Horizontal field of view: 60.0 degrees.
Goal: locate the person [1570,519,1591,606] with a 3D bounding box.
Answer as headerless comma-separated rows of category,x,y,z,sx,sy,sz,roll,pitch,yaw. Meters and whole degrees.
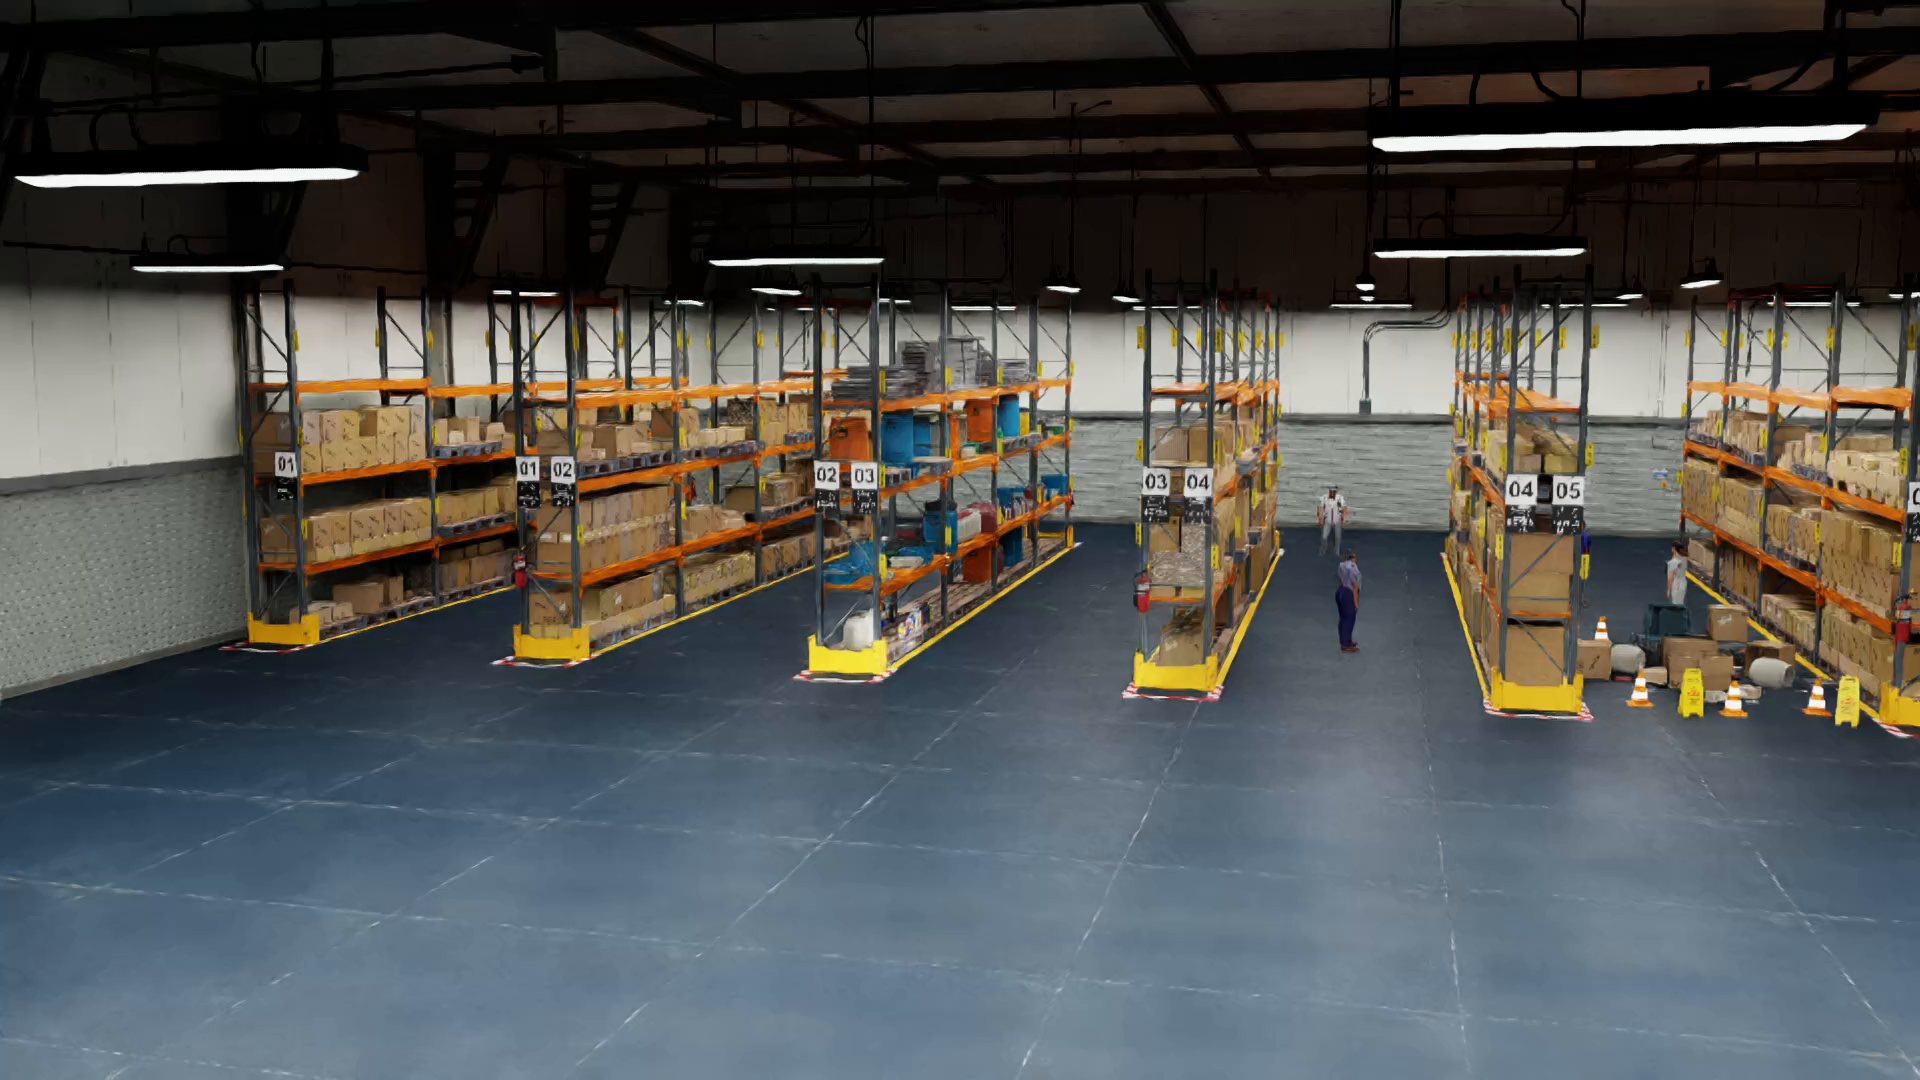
person,11.766,0.395,31.511,0.414,1.666,0.505,-2,7,-17

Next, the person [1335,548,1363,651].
person,6.330,0.948,26.968,0.430,1.653,0.530,-2,7,-15

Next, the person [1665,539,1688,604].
person,12.000,0.820,27.922,0.564,1.659,0.563,6,9,42

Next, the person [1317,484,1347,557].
person,8.607,-0.456,38.498,0.682,1.715,0.536,1,7,12
